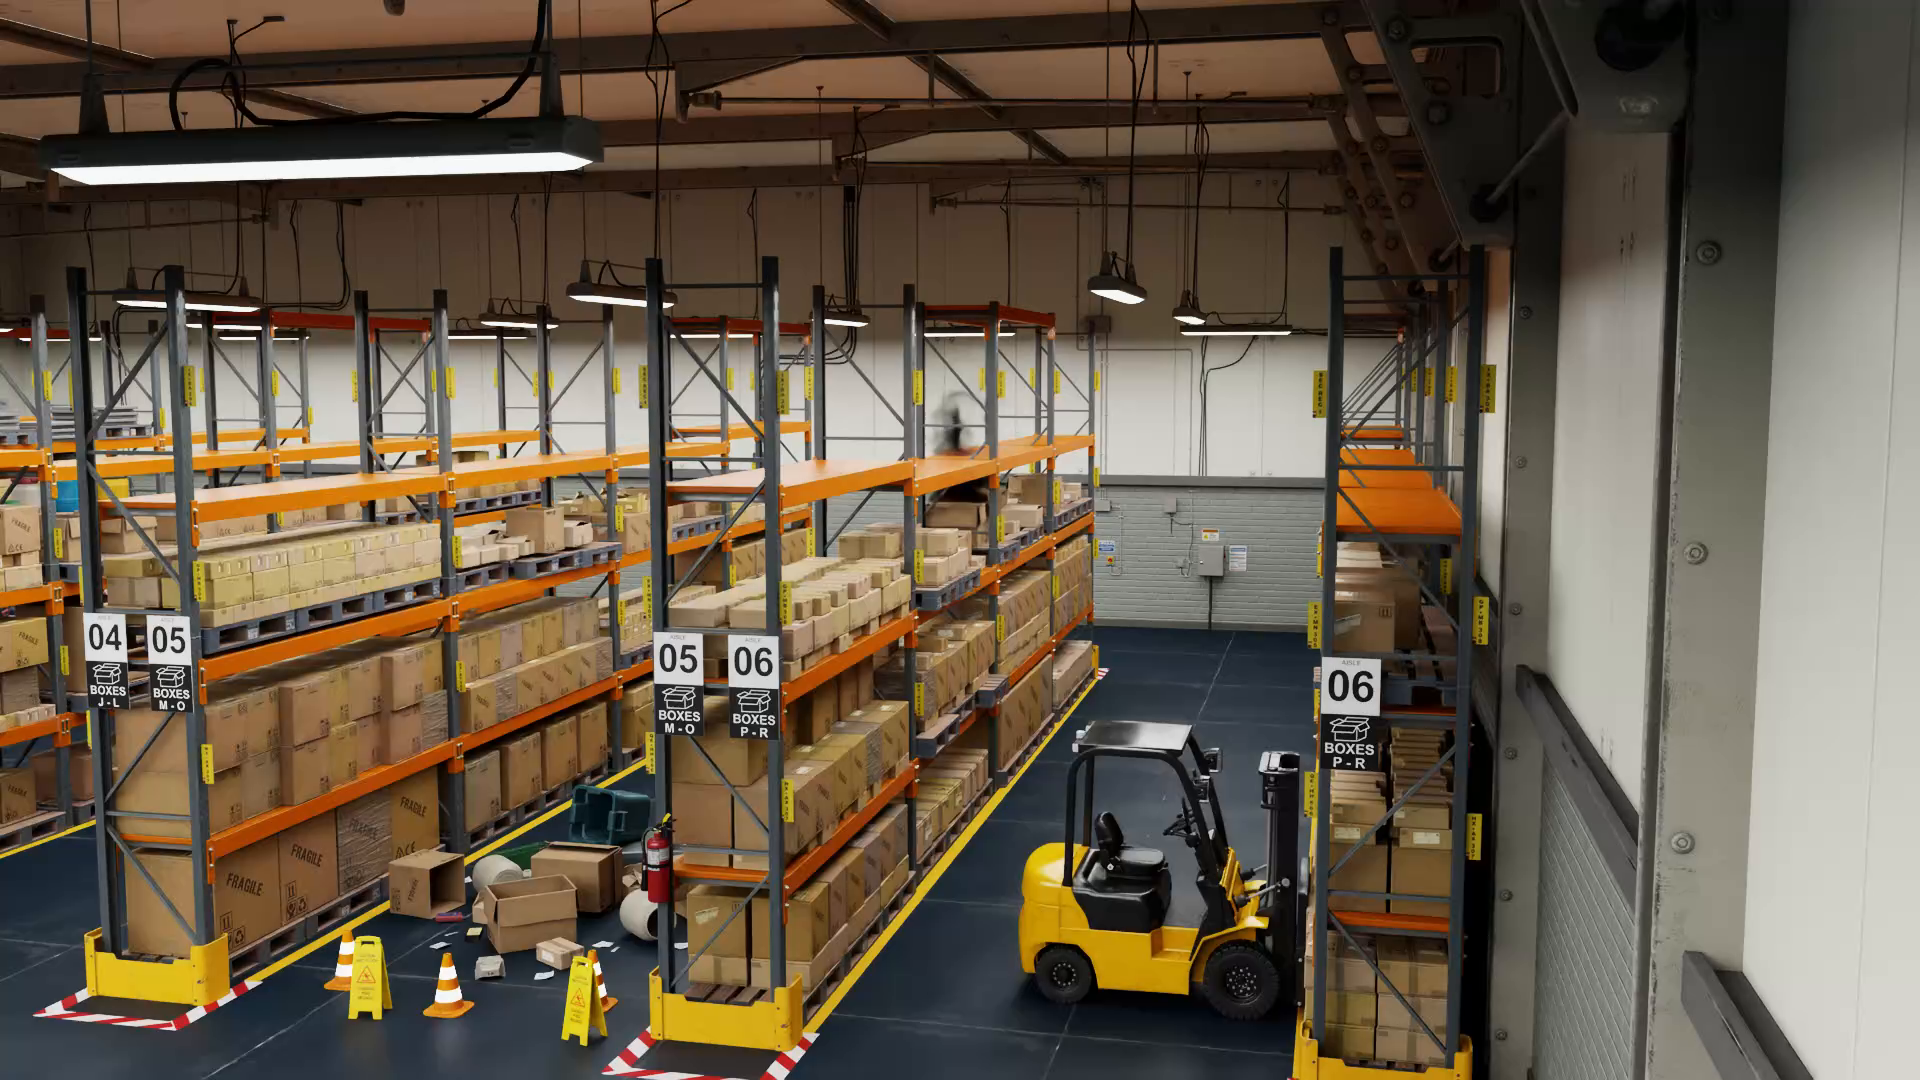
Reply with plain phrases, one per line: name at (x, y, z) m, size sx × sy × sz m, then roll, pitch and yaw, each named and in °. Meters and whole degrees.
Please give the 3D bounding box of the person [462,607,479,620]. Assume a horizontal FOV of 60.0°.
person at (-7.335, 1.783, 24.905) m, size 0.664 × 1.733 × 0.645 m, roll 1°, pitch 6°, yaw 11°
